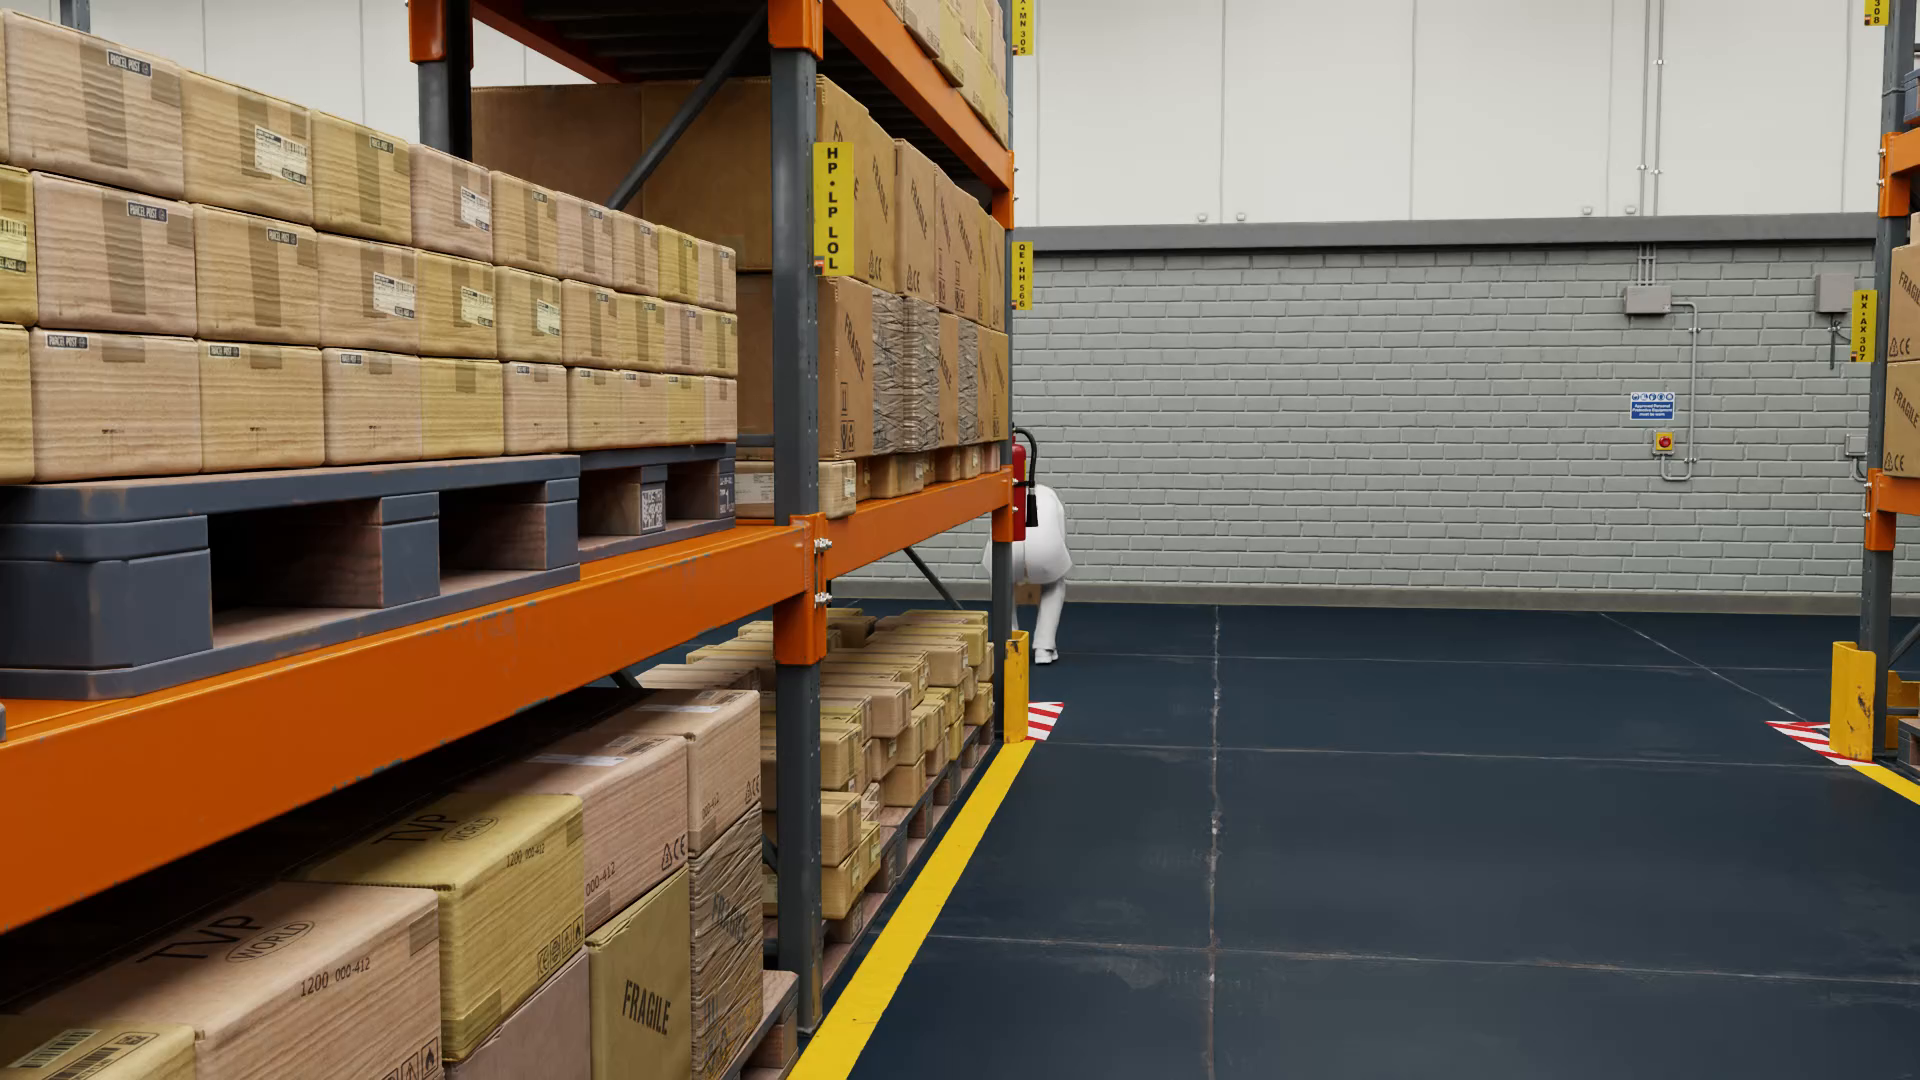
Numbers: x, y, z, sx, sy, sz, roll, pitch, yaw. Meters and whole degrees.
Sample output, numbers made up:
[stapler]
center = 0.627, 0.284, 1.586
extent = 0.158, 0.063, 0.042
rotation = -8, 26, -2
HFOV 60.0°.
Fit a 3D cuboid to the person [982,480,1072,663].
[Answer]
[person]
center = 0.443, 0.193, 10.757
extent = 0.577, 1.139, 0.937
rotation = 0, 4, 6
